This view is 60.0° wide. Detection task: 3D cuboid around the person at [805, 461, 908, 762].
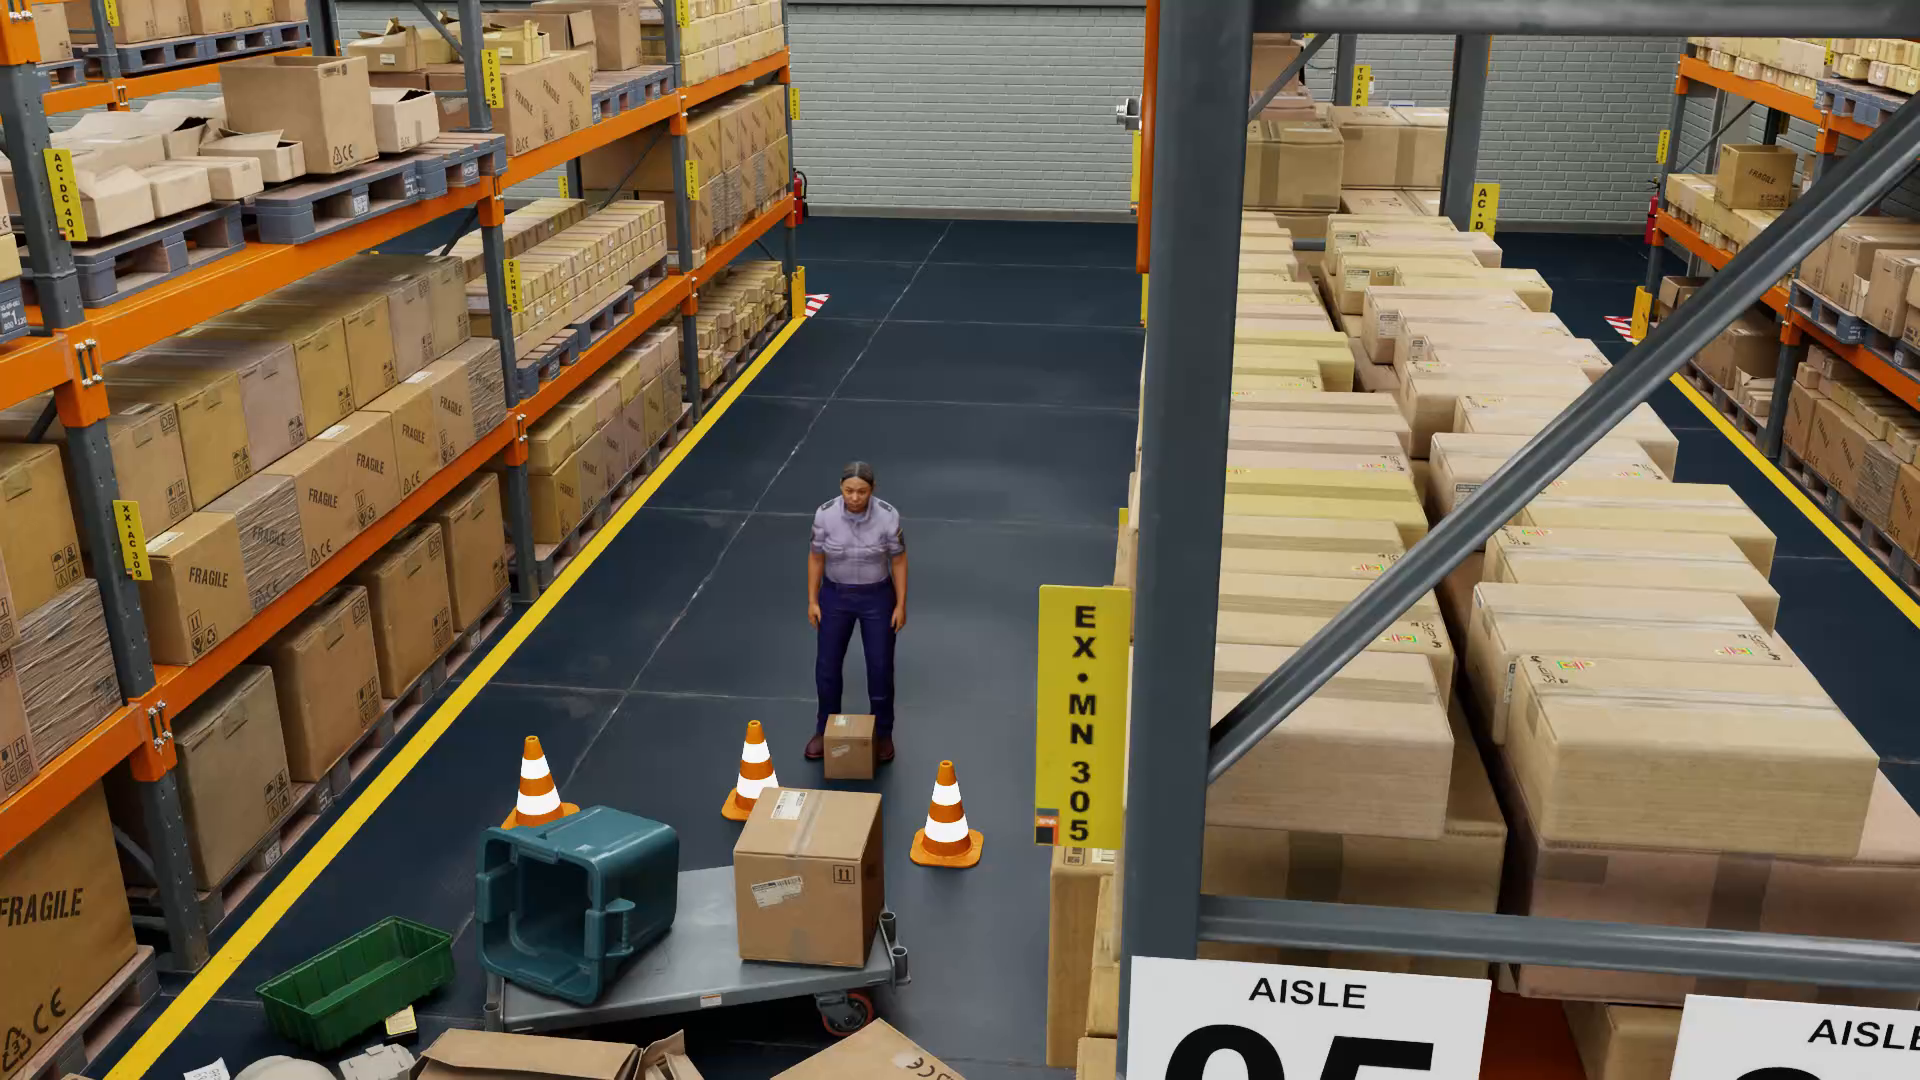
[{"bbox_3d":[-0.549,0.349,8.702,0.555,1.650,0.368,1,21,3],"label":"person"}]
